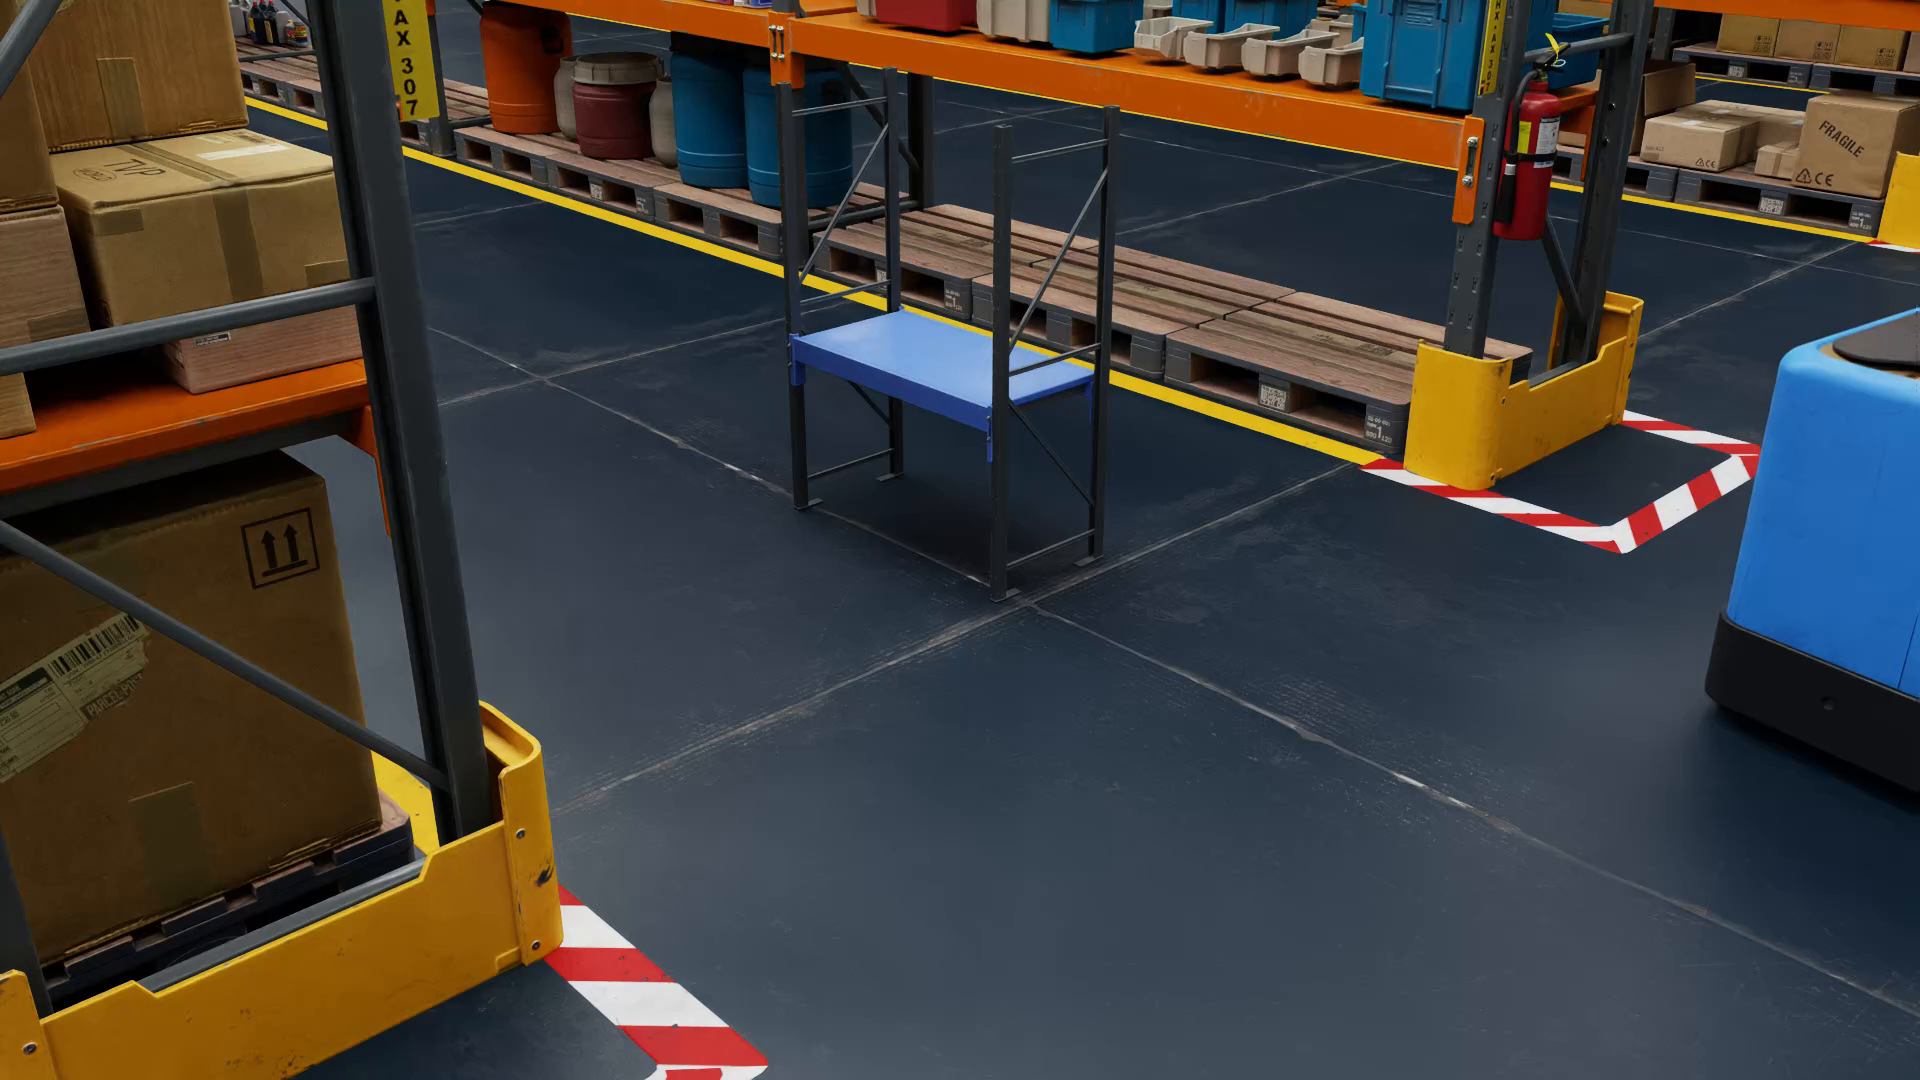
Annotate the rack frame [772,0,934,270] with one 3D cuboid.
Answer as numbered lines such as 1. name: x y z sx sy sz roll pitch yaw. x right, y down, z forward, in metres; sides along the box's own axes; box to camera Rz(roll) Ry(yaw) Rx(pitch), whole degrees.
1. rack frame: -0.550 -2.967 8.640 1.000 3.000 0.127 -21 32 -38

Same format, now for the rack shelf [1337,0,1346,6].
1. rack shelf: 1.702 -4.650 13.196 1.077 0.370 4.000 -21 32 -38

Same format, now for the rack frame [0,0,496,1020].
1. rack frame: -1.431 -0.350 2.904 1.000 3.000 0.127 -21 32 -38

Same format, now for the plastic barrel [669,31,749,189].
1. plastic barrel: -1.393 -2.588 9.831 0.600 0.901 0.708 -21 32 -38

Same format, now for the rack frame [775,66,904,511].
1. rack frame: -0.406 -0.862 5.833 0.500 1.500 0.032 -21 32 -38

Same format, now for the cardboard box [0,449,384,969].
1. cardboard box: -1.927 0.254 3.633 0.875 0.875 0.875 -21 32 -38

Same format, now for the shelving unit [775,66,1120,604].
1. shelving unit: -0.058 -0.708 5.495 0.538 1.500 1.048 -21 32 -38

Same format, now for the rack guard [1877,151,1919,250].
1. rack guard: 5.751 -2.045 9.631 1.175 0.500 0.348 -21 32 -38

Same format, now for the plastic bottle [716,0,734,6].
1. plastic bottle: -1.246 -2.999 8.851 0.061 0.283 0.133 -21 32 -38

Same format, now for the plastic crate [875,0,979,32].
1. plastic crate: -0.122 -2.682 7.866 0.402 0.464 0.583 -21 32 -38

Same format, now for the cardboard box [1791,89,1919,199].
1. cardboard box: 5.251 -2.317 9.697 0.500 0.500 0.500 -21 32 -38

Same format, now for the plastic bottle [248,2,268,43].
1. plastic bottle: -6.372 -4.707 15.116 0.144 0.351 0.185 -21 32 -38

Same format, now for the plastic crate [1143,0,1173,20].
1. plastic crate: 0.860 -2.432 7.713 0.293 0.136 0.466 -21 32 -38

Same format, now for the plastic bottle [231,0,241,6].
1. plastic bottle: -6.813 -4.991 15.737 0.144 0.351 0.185 -20 31 -36

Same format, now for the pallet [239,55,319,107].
1. pallet: -5.453 -3.895 14.035 1.003 0.211 1.213 -21 32 -38

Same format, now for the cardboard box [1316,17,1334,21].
1. cardboard box: 2.543 -3.808 12.966 0.500 0.500 0.500 -21 32 -38

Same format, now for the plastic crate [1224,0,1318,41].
1. plastic crate: 1.356 -2.274 7.249 0.416 0.233 0.300 -21 32 -38

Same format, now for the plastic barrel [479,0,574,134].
1. plastic barrel: -2.937 -3.239 11.346 0.600 0.830 0.708 -21 32 -38

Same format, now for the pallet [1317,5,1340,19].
1. pallet: 4.432 -5.461 17.466 1.003 0.211 1.213 -21 32 -38

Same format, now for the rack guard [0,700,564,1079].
1. rack guard: -1.415 0.794 3.407 1.175 0.500 0.348 -21 32 -38

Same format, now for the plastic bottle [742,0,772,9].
1. plastic bottle: -1.055 -2.939 8.727 0.152 0.276 0.135 -21 32 -38

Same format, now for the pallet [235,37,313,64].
1. pallet: -6.446 -4.338 15.004 1.003 0.211 1.213 -21 32 -38

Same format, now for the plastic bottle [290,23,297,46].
1. plastic bottle: -5.985 -4.570 14.994 0.097 0.201 0.097 0 25 0

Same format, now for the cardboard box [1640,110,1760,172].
1. cardboard box: 4.624 -2.500 10.398 0.500 0.250 0.500 -21 32 -38

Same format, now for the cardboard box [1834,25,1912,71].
1. cardboard box: 7.808 -4.267 13.994 0.700 0.500 0.500 -20 31 -37

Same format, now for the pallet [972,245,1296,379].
1. pallet: 0.819 -1.117 7.944 1.003 0.211 1.213 -21 32 -38

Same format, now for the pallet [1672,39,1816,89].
1. pallet: 7.145 -4.256 14.826 1.003 0.211 1.213 -21 32 -38

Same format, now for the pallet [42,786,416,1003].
1. pallet: -2.035 0.698 3.965 1.003 0.211 1.213 -21 32 -38

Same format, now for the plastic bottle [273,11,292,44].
1. plastic bottle: -6.156 -4.663 15.109 0.152 0.276 0.135 -20 31 -37

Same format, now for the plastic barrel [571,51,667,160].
1. plastic barrel: -2.165 -2.788 10.646 0.600 0.588 0.708 -21 32 -38

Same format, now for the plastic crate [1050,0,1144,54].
1. plastic crate: 0.593 -2.256 7.211 0.416 0.233 0.300 -21 32 -38

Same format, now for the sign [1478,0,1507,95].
1. sign: 1.794 -1.669 5.597 0.100 0.325 0.005 -21 32 -38

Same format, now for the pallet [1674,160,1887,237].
1. pallet: 5.205 -2.155 10.220 1.003 0.211 1.213 -21 32 -38

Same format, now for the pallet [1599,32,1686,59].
1. pallet: 6.100 -4.721 15.845 1.003 0.211 1.213 -21 32 -38

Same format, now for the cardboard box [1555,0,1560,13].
1. cardboard box: 5.533 -5.419 16.099 0.750 0.750 0.750 -20 31 -37

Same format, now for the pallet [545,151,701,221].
1. pallet: -1.885 -2.314 10.568 1.003 0.211 1.213 -21 32 -38

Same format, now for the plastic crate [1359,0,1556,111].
1. plastic crate: 1.819 -1.847 6.070 0.616 0.435 0.499 -21 32 -38

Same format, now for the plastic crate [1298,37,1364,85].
1. plastic crate: 1.495 -1.858 6.455 0.396 0.136 0.243 -21 32 -38

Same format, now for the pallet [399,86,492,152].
1. pallet: -3.785 -3.156 12.414 1.003 0.211 1.213 -21 32 -38

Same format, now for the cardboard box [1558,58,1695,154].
1. cardboard box: 4.356 -2.868 10.900 0.797 0.503 0.637 -21 32 -38

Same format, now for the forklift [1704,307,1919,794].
1. forklift: 3.577 -1.034 4.485 3.031 2.935 1.130 -16 29 -32

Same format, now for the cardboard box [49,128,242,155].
1. cardboard box: -1.922 -0.795 3.701 0.500 0.250 0.500 -22 32 -39

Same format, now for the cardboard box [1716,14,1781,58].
1. cardboard box: 7.118 -4.576 14.672 0.700 0.500 0.500 -21 32 -38

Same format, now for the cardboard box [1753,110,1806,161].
1. cardboard box: 5.296 -2.505 10.411 0.500 0.250 0.500 -21 32 -38

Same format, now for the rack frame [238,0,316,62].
1. rack frame: -6.018 -5.391 13.953 1.000 3.000 0.127 -21 32 -38

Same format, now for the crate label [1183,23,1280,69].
1. crate label: 1.099 -2.028 6.826 0.396 0.136 0.243 -21 32 -38

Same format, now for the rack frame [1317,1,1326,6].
1. rack frame: 3.948 -6.990 17.457 1.000 3.000 0.127 -21 32 -38

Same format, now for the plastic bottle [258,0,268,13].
1. plastic bottle: -6.395 -4.805 15.331 0.185 0.351 0.144 22 33 40

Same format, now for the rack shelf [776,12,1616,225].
1. rack shelf: 0.817 -2.034 7.461 1.077 0.370 4.000 -21 32 -38

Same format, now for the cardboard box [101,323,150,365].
1. cardboard box: -1.609 -0.515 3.566 0.380 0.149 0.250 -22 32 -39

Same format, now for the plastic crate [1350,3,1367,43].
1. plastic crate: 1.806 -2.074 6.812 0.416 0.233 0.300 -21 32 -38

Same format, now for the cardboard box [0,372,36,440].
1. cardboard box: -1.915 -0.251 2.988 0.380 0.149 0.250 -20 32 -38

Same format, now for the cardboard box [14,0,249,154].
1. cardboard box: -1.904 -1.132 3.536 0.500 0.500 0.500 -22 33 -40
